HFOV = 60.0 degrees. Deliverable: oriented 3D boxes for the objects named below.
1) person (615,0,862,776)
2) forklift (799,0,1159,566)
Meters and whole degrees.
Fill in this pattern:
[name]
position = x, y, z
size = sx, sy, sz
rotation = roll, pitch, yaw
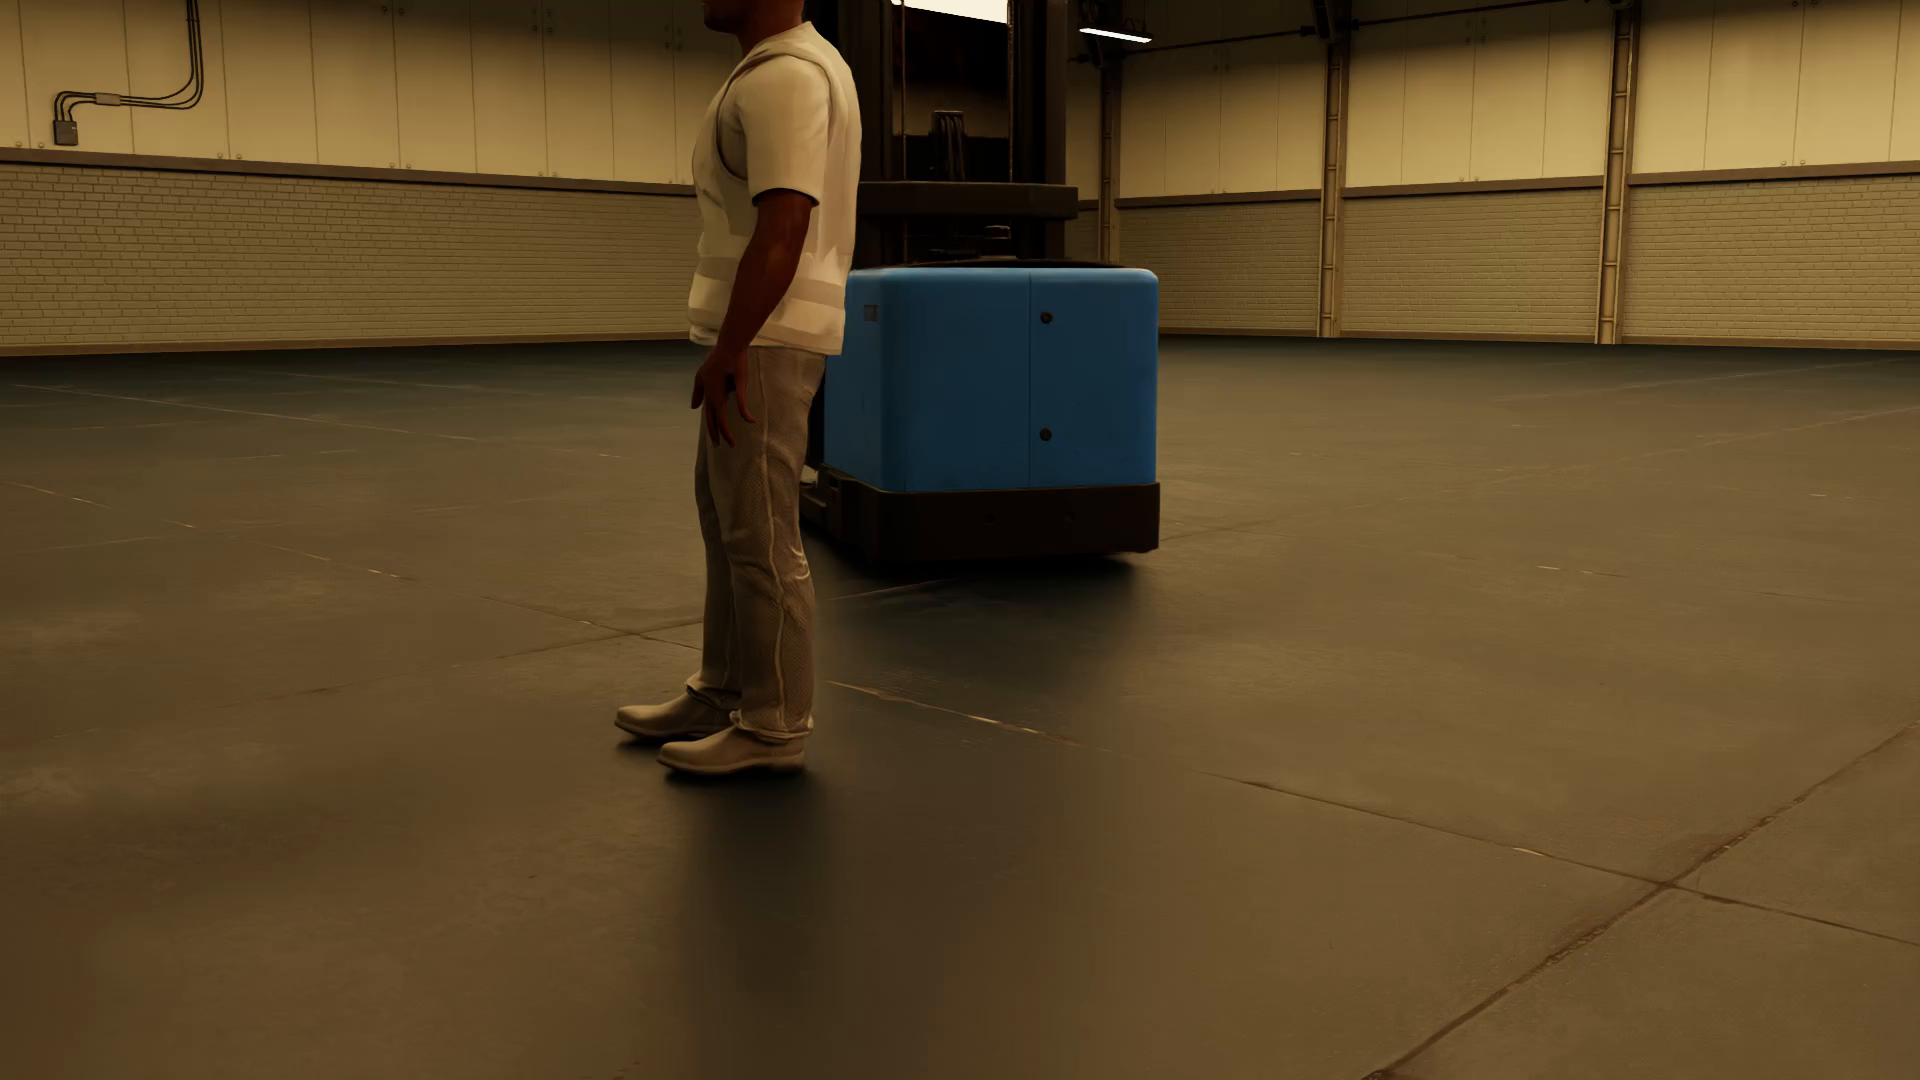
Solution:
[person]
position = -0.485, -0.398, 3.412
size = 0.572, 1.771, 0.696
rotation = 0, 9, -2
[forklift]
position = -0.184, -1.537, 7.078
size = 1.130, 2.935, 3.031
rotation = -3, 9, -16
